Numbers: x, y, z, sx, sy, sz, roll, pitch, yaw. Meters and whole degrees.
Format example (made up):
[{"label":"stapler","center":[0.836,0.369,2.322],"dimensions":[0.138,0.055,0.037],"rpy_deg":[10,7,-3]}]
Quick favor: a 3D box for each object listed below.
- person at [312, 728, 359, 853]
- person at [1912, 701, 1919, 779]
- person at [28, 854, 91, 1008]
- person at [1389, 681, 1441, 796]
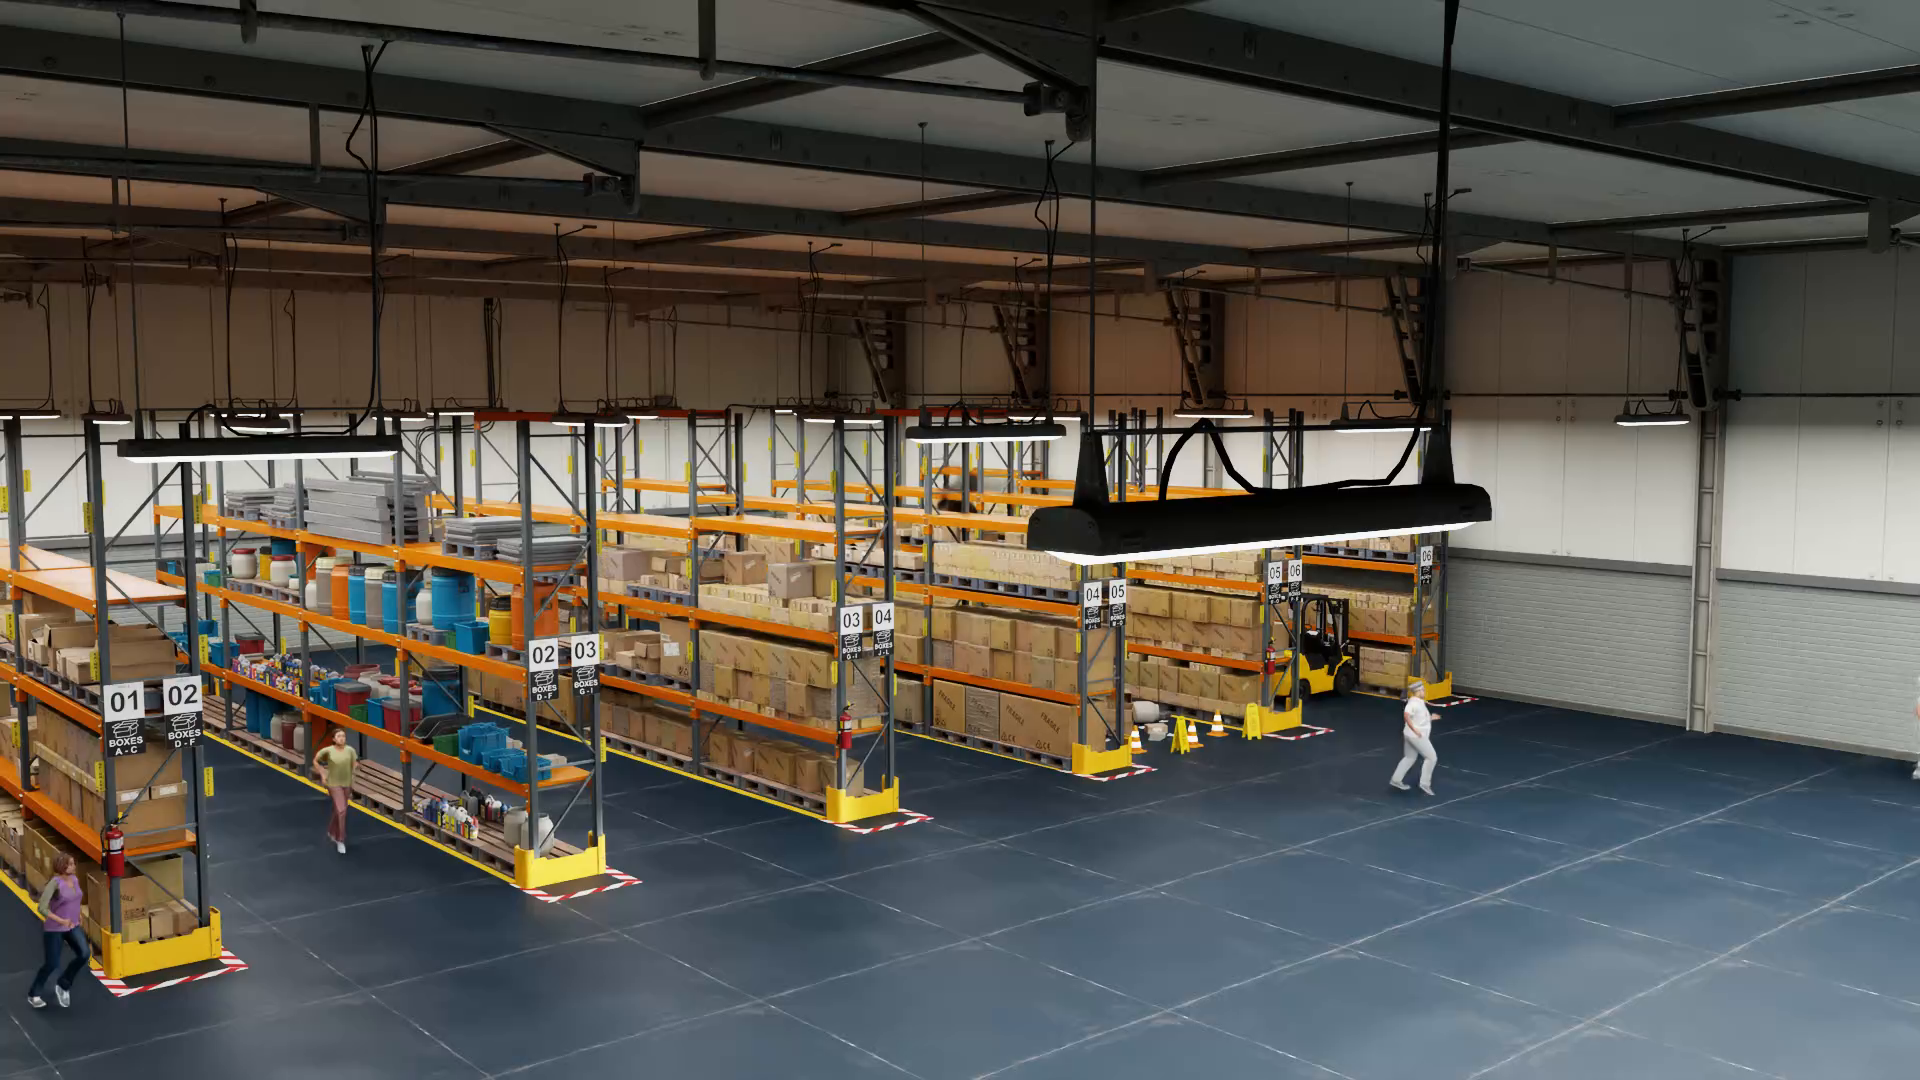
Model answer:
[{"label":"person","center":[-8.666,3.465,23.198],"dimensions":[0.738,1.724,0.557],"rpy_deg":[5,7,43]},{"label":"person","center":[15.863,3.075,26.979],"dimensions":[0.655,1.762,0.632],"rpy_deg":[4,6,39]},{"label":"person","center":[-9.299,4.035,17.257],"dimensions":[0.590,1.561,0.601],"rpy_deg":[2,5,18]},{"label":"person","center":[7.230,3.148,26.350],"dimensions":[0.797,1.851,0.636],"rpy_deg":[0,5,1]}]
